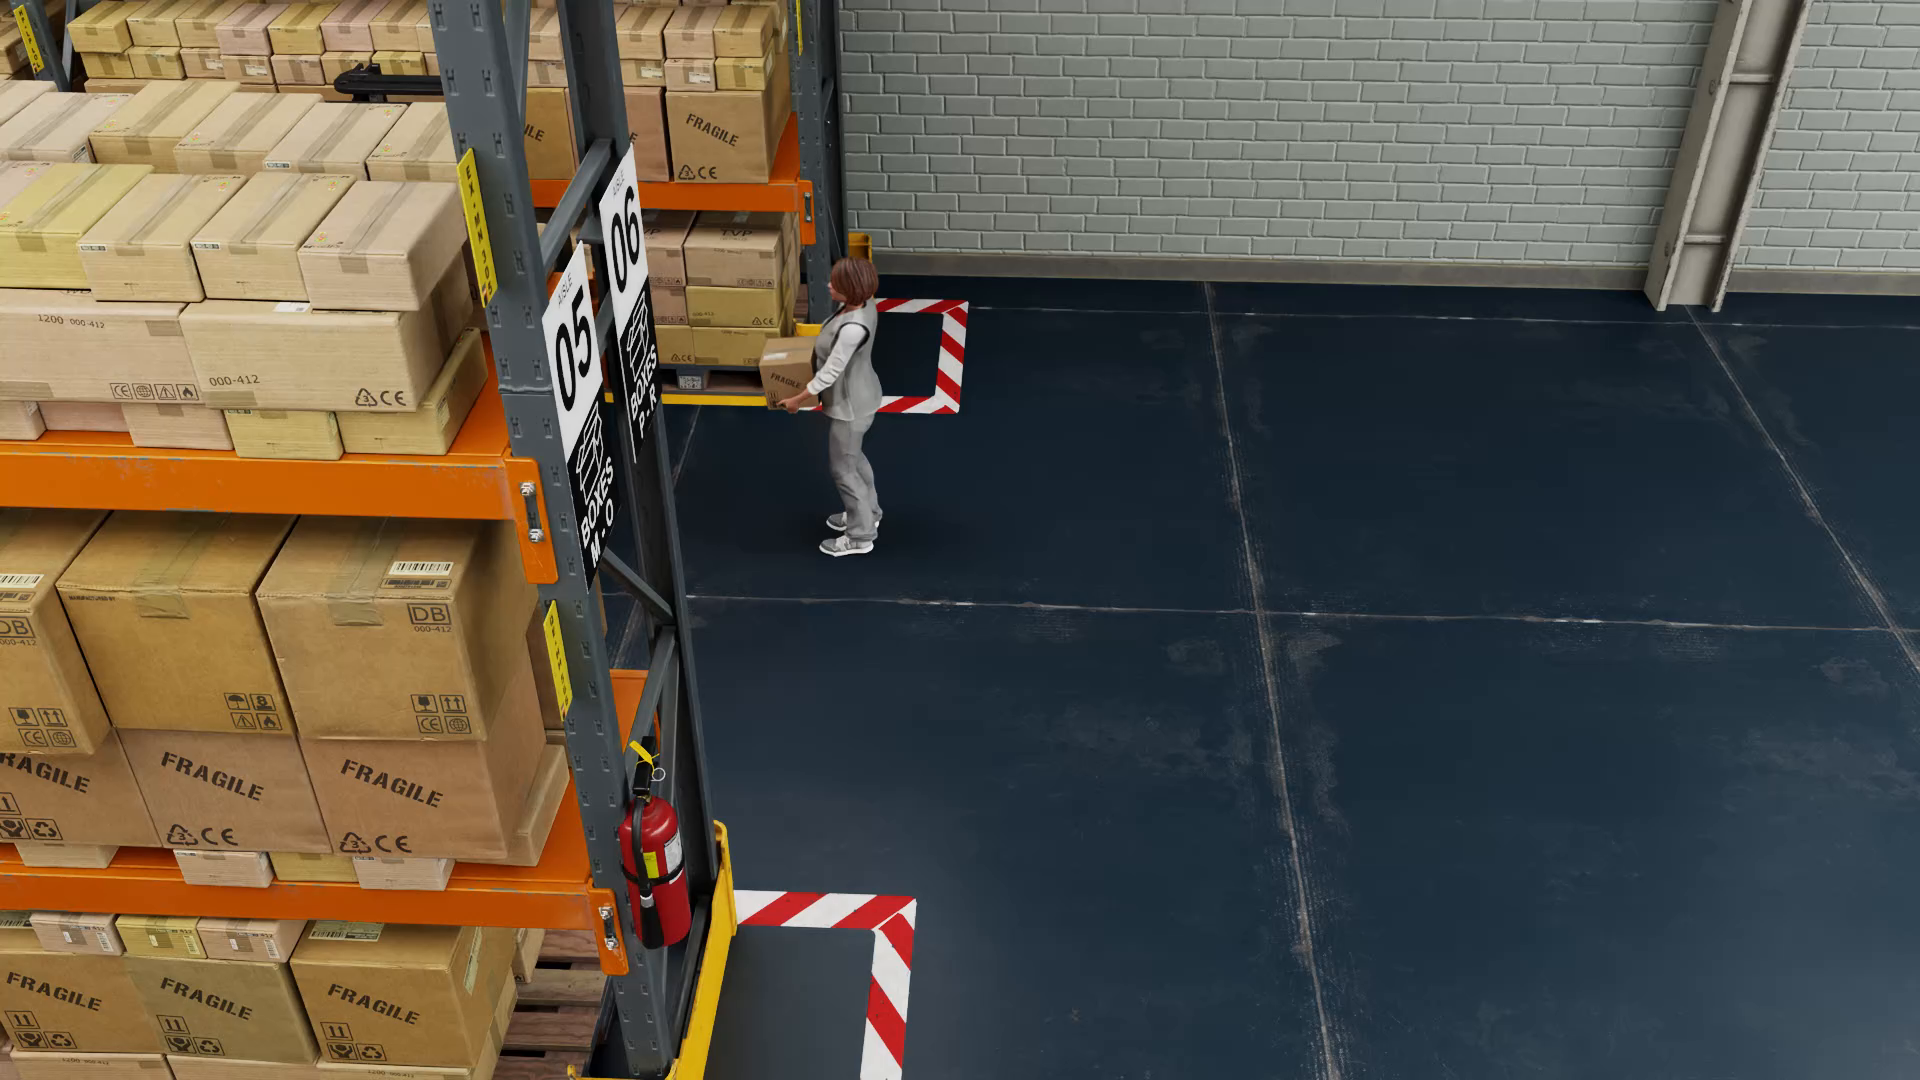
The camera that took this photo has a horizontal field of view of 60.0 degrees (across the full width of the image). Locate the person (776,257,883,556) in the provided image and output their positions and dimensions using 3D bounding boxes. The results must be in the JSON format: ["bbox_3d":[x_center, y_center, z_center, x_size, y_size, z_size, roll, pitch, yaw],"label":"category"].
[{"bbox_3d":[-0.619,-0.650,8.015,0.495,1.592,0.404,2,36,3],"label":"person"}]
